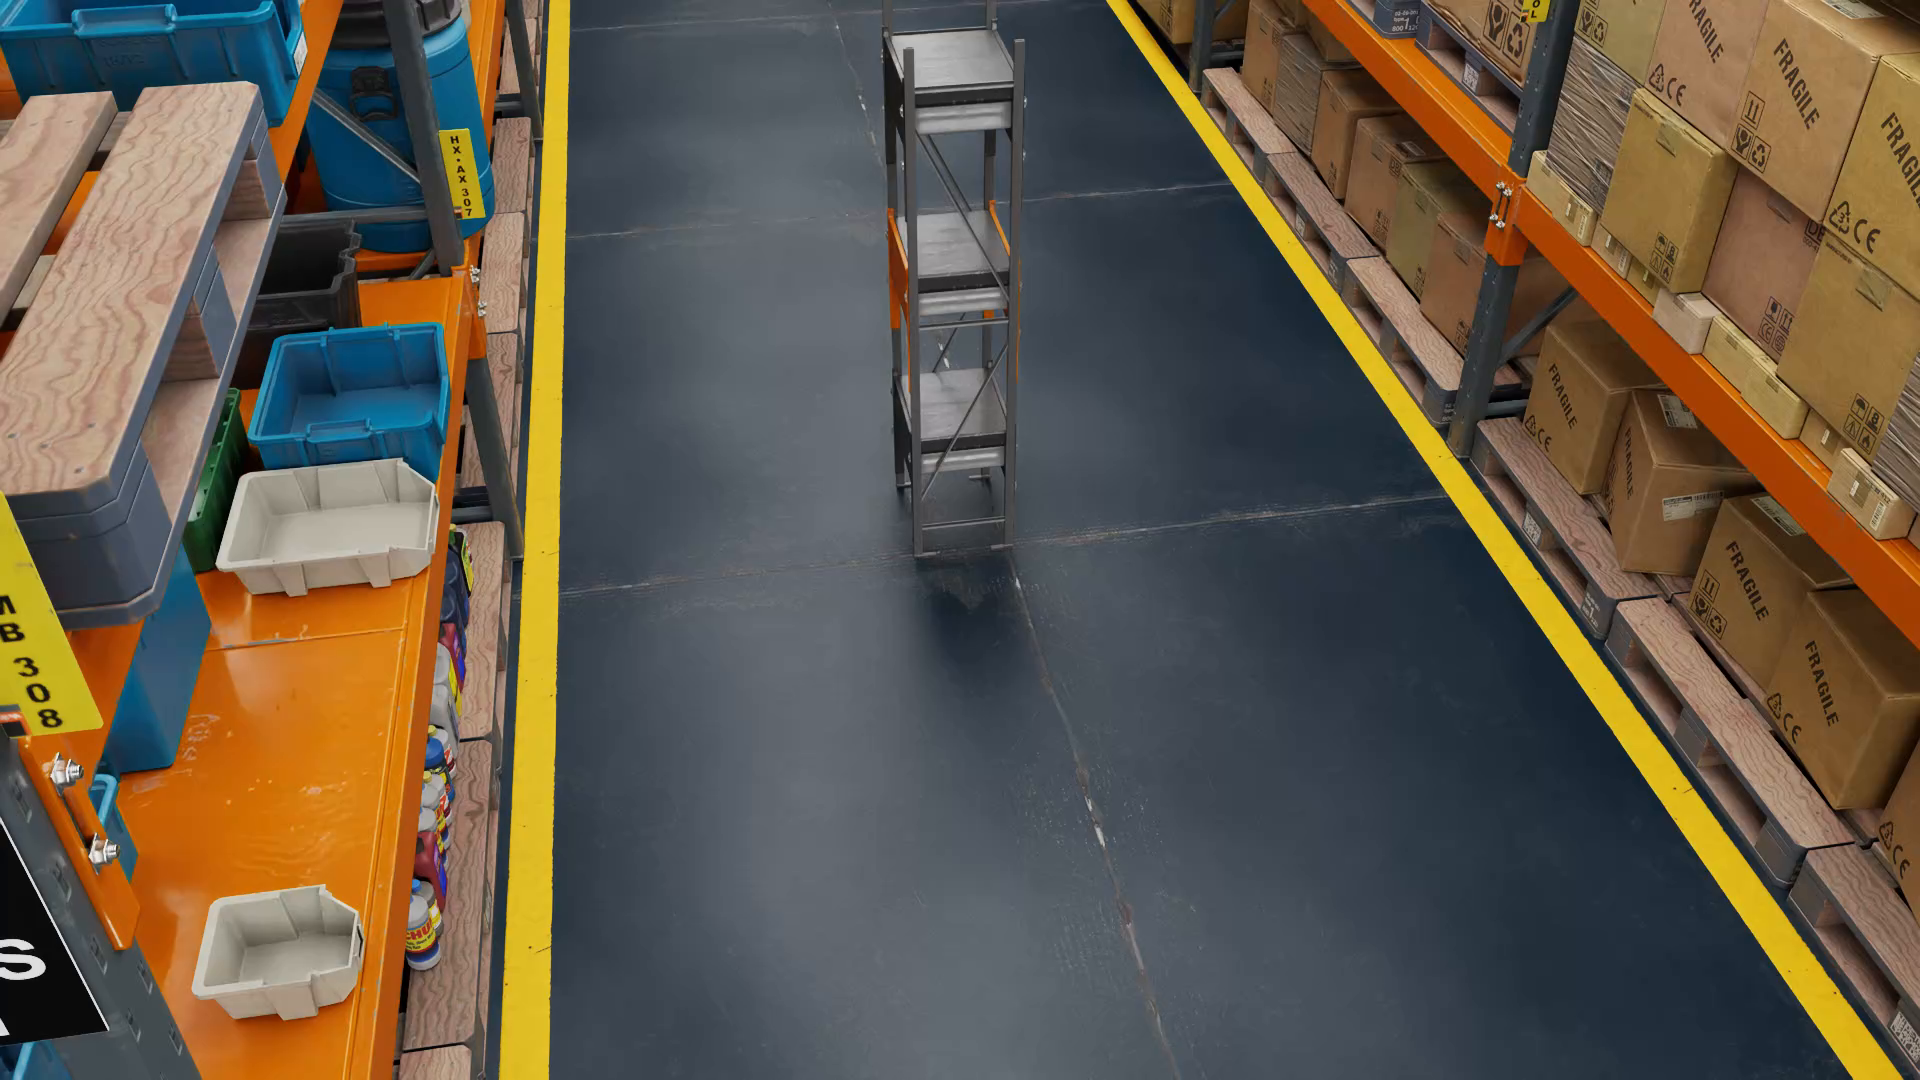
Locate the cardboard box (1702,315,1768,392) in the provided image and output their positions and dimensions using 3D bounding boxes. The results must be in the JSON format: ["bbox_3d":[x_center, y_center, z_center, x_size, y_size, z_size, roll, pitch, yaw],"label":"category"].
[{"bbox_3d":[2.616,-0.606,5.290,0.380,0.149,0.250,-6,38,-8],"label":"cardboard box"}]

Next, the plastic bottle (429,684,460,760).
[{"bbox_3d":[-1.734,0.582,5.417,0.152,0.276,0.135,-6,38,-7],"label":"plastic bottle"}]

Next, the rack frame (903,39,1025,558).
[{"bbox_3d":[0.014,-0.782,6.045,0.400,2.100,0.015,-6,38,-8],"label":"rack frame"}]

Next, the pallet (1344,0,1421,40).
[{"bbox_3d":[2.317,-2.769,8.025,1.003,0.211,1.213,-6,38,-8],"label":"pallet"}]

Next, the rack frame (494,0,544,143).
[{"bbox_3d":[-2.947,-3.503,8.814,1.000,3.000,0.127,-6,38,-8],"label":"rack frame"}]

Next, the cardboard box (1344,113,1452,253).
[{"bbox_3d":[2.381,-1.808,8.311,0.700,0.500,0.500,-9,39,-12],"label":"cardboard box"}]

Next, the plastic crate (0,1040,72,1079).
[{"bbox_3d":[-1.927,1.118,2.988,0.499,0.251,0.616,-6,38,-8],"label":"plastic crate"}]

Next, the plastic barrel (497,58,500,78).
[{"bbox_3d":[-3.049,-3.106,9.729,0.600,0.830,0.708,-6,38,-8],"label":"plastic barrel"}]

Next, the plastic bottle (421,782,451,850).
[{"bbox_3d":[-1.633,0.837,5.093,0.097,0.271,0.097,0,38,0],"label":"plastic bottle"}]

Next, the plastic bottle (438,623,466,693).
[{"bbox_3d":[-1.746,0.380,5.672,0.061,0.283,0.133,-4,38,-5],"label":"plastic bottle"}]

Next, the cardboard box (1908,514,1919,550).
[{"bbox_3d":[2.843,-0.008,4.520,0.380,0.149,0.250,-6,38,-8],"label":"cardboard box"}]

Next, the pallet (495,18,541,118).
[{"bbox_3d":[-3.126,-2.874,10.277,1.003,0.211,1.213,-6,38,-8],"label":"pallet"}]

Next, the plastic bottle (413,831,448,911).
[{"bbox_3d":[-1.577,0.961,4.924,0.061,0.283,0.133,-6,38,-7],"label":"plastic bottle"}]

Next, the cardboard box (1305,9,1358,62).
[{"bbox_3d":[2.179,-2.798,8.974,0.500,0.250,0.500,-2,38,-3],"label":"cardboard box"}]

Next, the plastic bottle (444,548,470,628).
[{"bbox_3d":[-1.849,0.143,5.921,0.144,0.351,0.185,-7,38,-9],"label":"plastic bottle"}]

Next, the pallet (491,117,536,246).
[{"bbox_3d":[-2.849,-1.930,9.062,1.003,0.211,1.213,-6,38,-8],"label":"pallet"}]

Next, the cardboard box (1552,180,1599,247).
[{"bbox_3d":[2.403,-1.206,6.062,0.380,0.149,0.250,-6,38,-8],"label":"cardboard box"}]

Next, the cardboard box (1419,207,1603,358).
[{"bbox_3d":[2.544,-1.180,7.502,0.700,0.500,0.500,-9,39,-11],"label":"cardboard box"}]

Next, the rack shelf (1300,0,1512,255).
[{"bbox_3d":[2.280,-2.544,8.166,1.077,0.370,4.000,-6,38,-8],"label":"rack shelf"}]

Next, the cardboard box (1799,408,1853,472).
[{"bbox_3d":[2.737,-0.308,4.906,0.380,0.149,0.250,-6,38,-8],"label":"cardboard box"}]

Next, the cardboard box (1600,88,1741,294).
[{"bbox_3d":[2.702,-1.192,5.516,0.875,0.500,0.500,-6,38,-8],"label":"cardboard box"}]

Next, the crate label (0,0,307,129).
[{"bbox_3d":[-1.547,-0.963,3.221,0.502,0.251,0.408,-6,38,-8],"label":"crate label"}]

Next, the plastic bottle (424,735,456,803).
[{"bbox_3d":[-1.668,0.714,5.251,0.097,0.271,0.097,0,38,0],"label":"plastic bottle"}]

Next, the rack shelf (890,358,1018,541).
[{"bbox_3d":[-0.029,-0.366,6.672,0.431,0.518,0.480,-6,38,-8],"label":"rack shelf"}]

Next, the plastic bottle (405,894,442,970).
[{"bbox_3d":[-1.555,1.104,4.749,0.097,0.271,0.097,0,38,0],"label":"plastic bottle"}]

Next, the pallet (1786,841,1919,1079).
[{"bbox_3d":[3.211,1.357,4.831,1.003,0.211,1.213,-6,38,-8],"label":"pallet"}]

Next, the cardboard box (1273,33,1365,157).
[{"bbox_3d":[2.176,-2.486,9.184,0.700,0.500,0.500,-9,39,-12],"label":"cardboard box"}]

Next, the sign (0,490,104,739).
[{"bbox_3d":[-1.002,0.084,1.744,0.100,0.325,0.005,-6,38,-8],"label":"sign"}]

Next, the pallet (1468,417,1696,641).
[{"bbox_3d":[2.783,-0.117,6.728,1.003,0.211,1.213,-6,38,-8],"label":"pallet"}]

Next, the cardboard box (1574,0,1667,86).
[{"bbox_3d":[2.459,-1.872,5.576,0.500,0.500,0.500,-6,38,-8],"label":"cardboard box"}]

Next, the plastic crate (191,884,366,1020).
[{"bbox_3d":[-1.384,0.858,3.416,0.298,0.136,0.250,-6,38,-8],"label":"plastic crate"}]

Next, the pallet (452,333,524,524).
[{"bbox_3d":[-2.421,-0.456,7.165,1.003,0.211,1.213,-6,38,-8],"label":"pallet"}]

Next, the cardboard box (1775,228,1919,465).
[{"bbox_3d":[2.936,-0.595,4.747,0.875,0.500,0.500,-6,38,-8],"label":"cardboard box"}]

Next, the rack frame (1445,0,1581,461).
[{"bbox_3d":[2.631,-1.620,6.390,1.000,3.000,0.127,-6,38,-8],"label":"rack frame"}]

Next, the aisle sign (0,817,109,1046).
[{"bbox_3d":[-1.243,0.314,1.781,0.394,0.787,0.004,-6,38,-8],"label":"aisle sign"}]

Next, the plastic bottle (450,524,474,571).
[{"bbox_3d":[-1.875,0.030,6.189,0.097,0.201,0.097,0,38,0],"label":"plastic bottle"}]

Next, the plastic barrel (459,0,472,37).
[{"bbox_3d":[-2.402,-2.447,7.344,0.433,0.535,0.433,0,38,0],"label":"plastic barrel"}]

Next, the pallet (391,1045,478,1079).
[{"bbox_3d":[-1.741,1.898,4.135,1.003,0.211,1.213,-6,38,-8],"label":"pallet"}]

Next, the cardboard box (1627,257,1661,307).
[{"bbox_3d":[2.528,-0.908,5.679,0.380,0.149,0.250,-6,38,-8],"label":"cardboard box"}]

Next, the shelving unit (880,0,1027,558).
[{"bbox_3d":[-0.029,-0.929,6.235,0.431,2.100,0.503,-6,38,-8],"label":"shelving unit"}]

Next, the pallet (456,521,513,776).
[{"bbox_3d":[-2.169,0.424,6.032,1.003,0.211,1.213,-6,38,-8],"label":"pallet"}]

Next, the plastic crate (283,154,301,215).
[{"bbox_3d":[-2.632,-1.372,6.019,0.402,0.464,0.583,-6,38,-8],"label":"plastic crate"}]

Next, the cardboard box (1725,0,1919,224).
[{"bbox_3d":[2.636,-1.269,4.799,0.500,0.500,0.500,-6,38,-8],"label":"cardboard box"}]

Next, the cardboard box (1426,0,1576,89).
[{"bbox_3d":[2.629,-2.517,6.714,1.000,1.000,1.000,-6,38,-8],"label":"cardboard box"}]

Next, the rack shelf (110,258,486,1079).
[{"bbox_3d":[-1.895,0.405,4.370,1.077,0.370,4.000,-6,38,-8],"label":"rack shelf"}]

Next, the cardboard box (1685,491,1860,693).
[{"bbox_3d":[2.956,0.159,5.795,0.500,0.500,0.500,-9,39,-12],"label":"cardboard box"}]

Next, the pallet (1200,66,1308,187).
[{"bbox_3d":[2.065,-2.462,9.748,1.003,0.211,1.213,-6,38,-8],"label":"pallet"}]

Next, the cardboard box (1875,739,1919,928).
[{"bbox_3d":[3.100,0.881,4.866,0.500,0.500,0.500,3,38,4],"label":"cardboard box"}]

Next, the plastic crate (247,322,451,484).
[{"bbox_3d":[-1.784,-0.389,4.927,0.499,0.251,0.616,-6,38,-8],"label":"plastic crate"}]

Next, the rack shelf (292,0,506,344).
[{"bbox_3d":[-2.596,-2.011,7.480,1.077,0.370,4.000,-6,38,-8],"label":"rack shelf"}]

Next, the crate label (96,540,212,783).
[{"bbox_3d":[-2.133,0.232,3.977,0.502,0.435,0.616,-6,38,-8],"label":"crate label"}]

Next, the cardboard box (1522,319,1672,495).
[{"bbox_3d":[2.661,-0.553,6.712,0.500,0.500,0.500,-7,38,-9],"label":"cardboard box"}]
